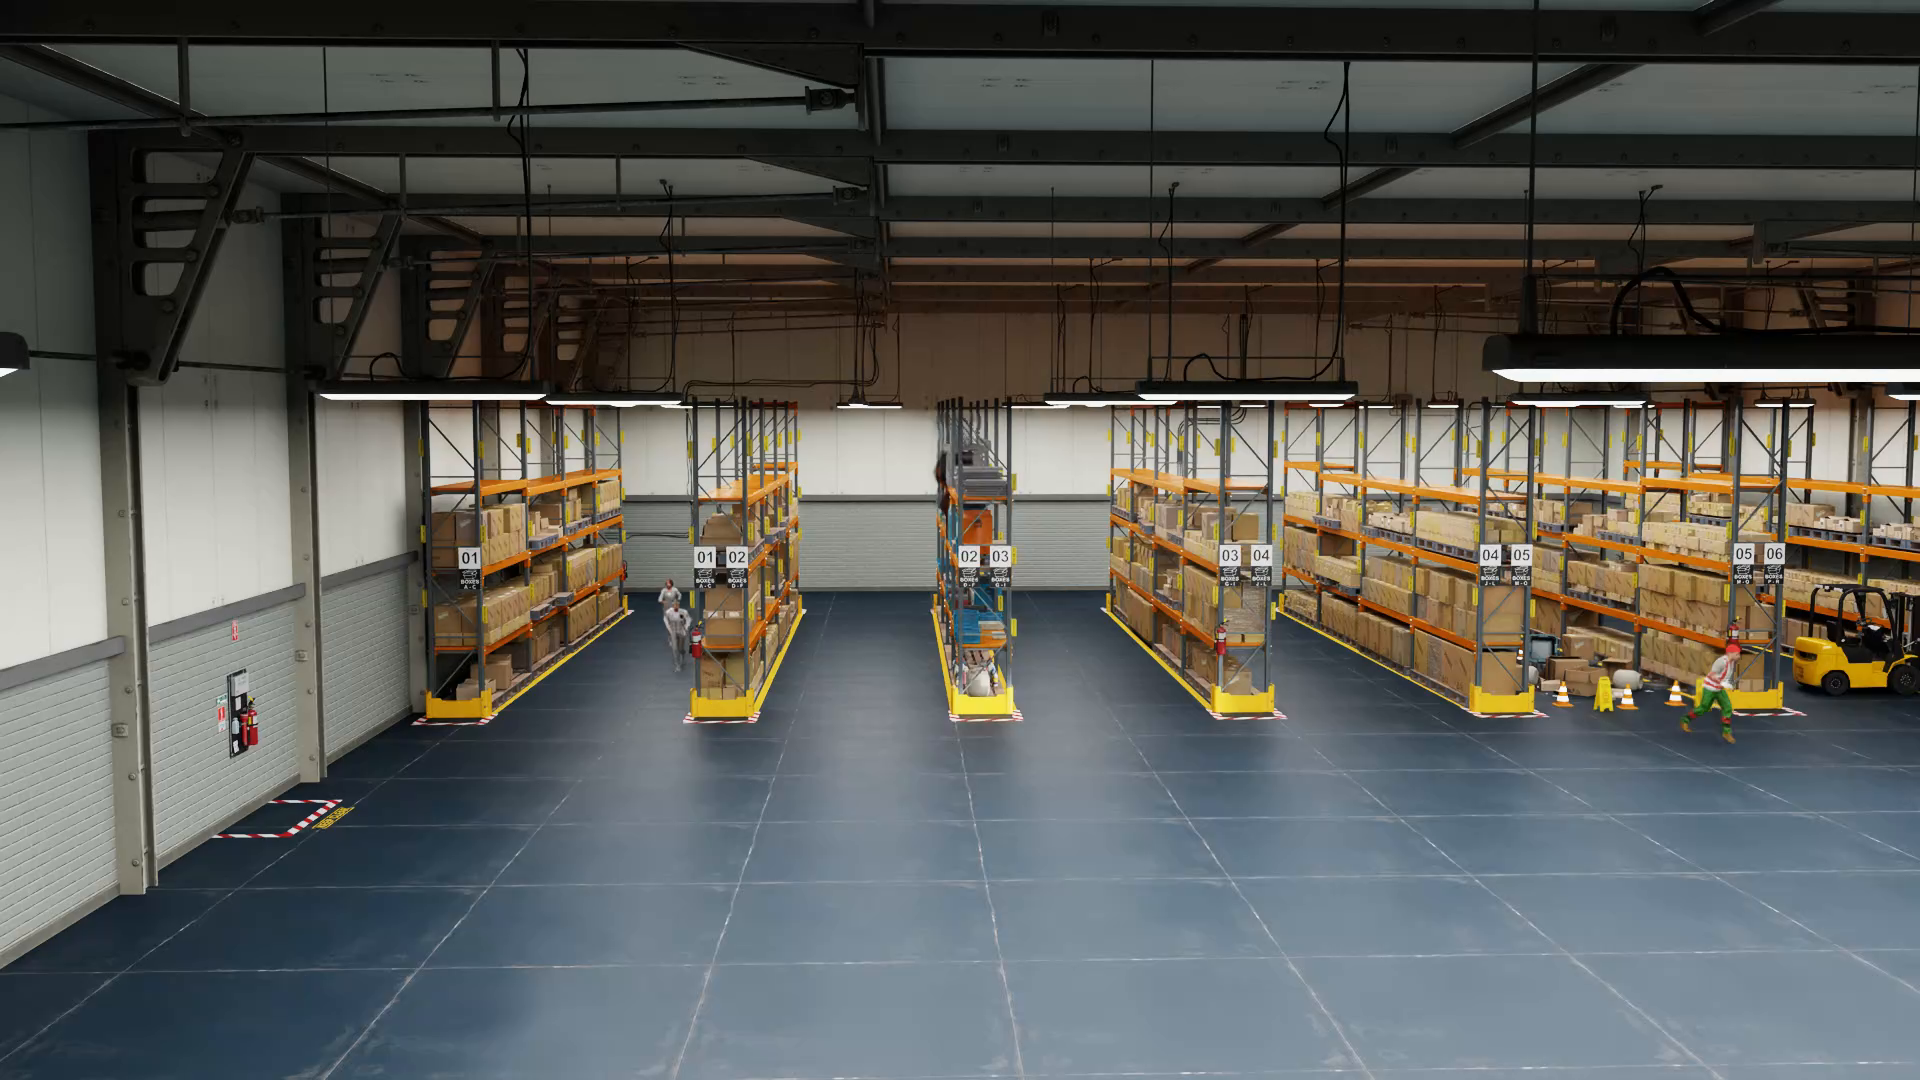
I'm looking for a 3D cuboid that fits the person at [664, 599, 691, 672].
[{"bbox_3d":[-6.261,2.077,36.943,0.605,1.632,0.856,0,4,2],"label":"person"}]

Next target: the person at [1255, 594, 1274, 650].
[{"bbox_3d":[7.217,1.825,40.080,0.653,1.658,0.749,0,4,-6],"label":"person"}]

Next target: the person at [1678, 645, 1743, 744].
[{"bbox_3d":[13.106,2.646,29.055,1.061,1.729,0.699,4,6,43],"label":"person"}]

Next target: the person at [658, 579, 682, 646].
[{"bbox_3d":[-7.146,1.762,40.950,0.546,1.628,0.804,0,4,-1],"label":"person"}]
